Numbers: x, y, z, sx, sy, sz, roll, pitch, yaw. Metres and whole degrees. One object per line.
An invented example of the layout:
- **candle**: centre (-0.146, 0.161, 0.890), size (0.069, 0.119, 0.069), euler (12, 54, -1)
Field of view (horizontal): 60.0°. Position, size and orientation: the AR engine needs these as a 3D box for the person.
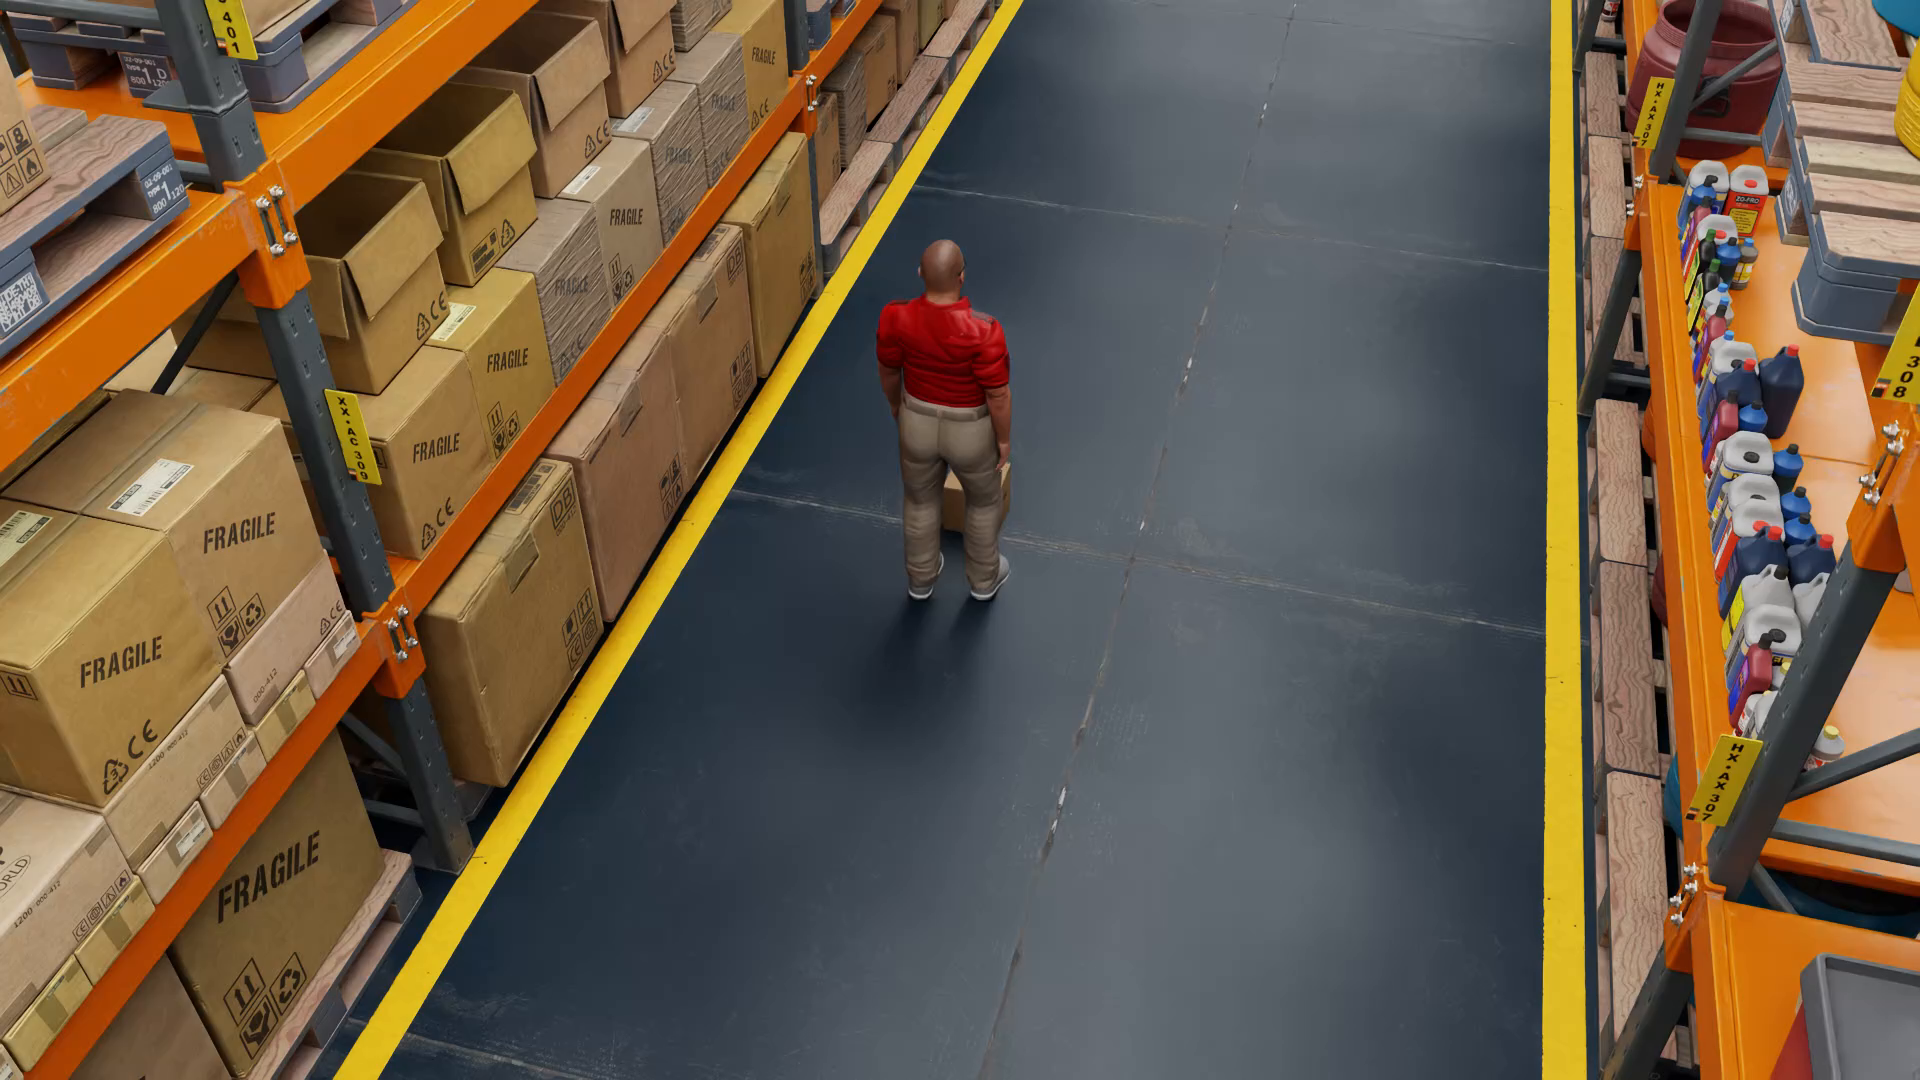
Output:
- **person**: centre (-0.042, -0.470, 6.735), size (0.557, 1.754, 0.420), euler (11, 42, 12)
